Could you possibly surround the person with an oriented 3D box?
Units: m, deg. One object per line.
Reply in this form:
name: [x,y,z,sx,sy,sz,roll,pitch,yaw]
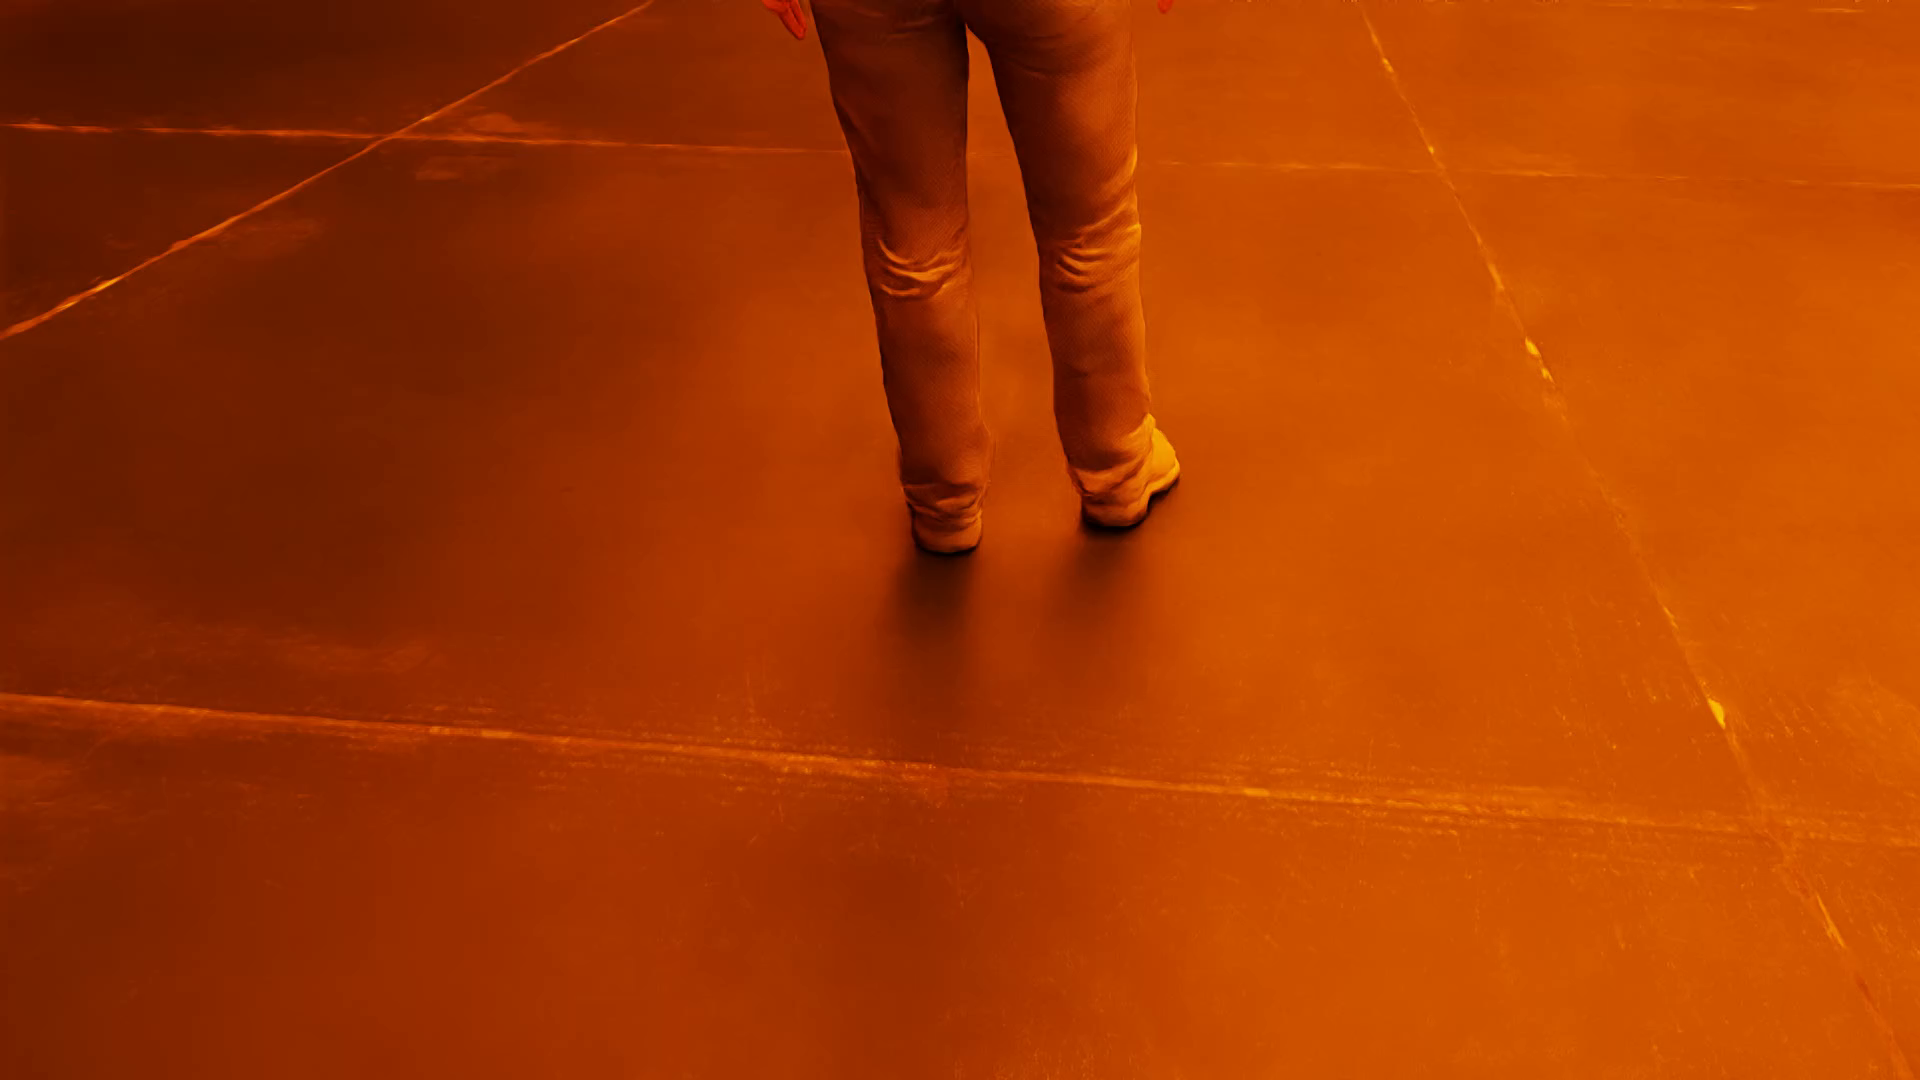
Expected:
person: [0.016,-0.827,2.155,0.632,1.773,0.567,3,27,7]
